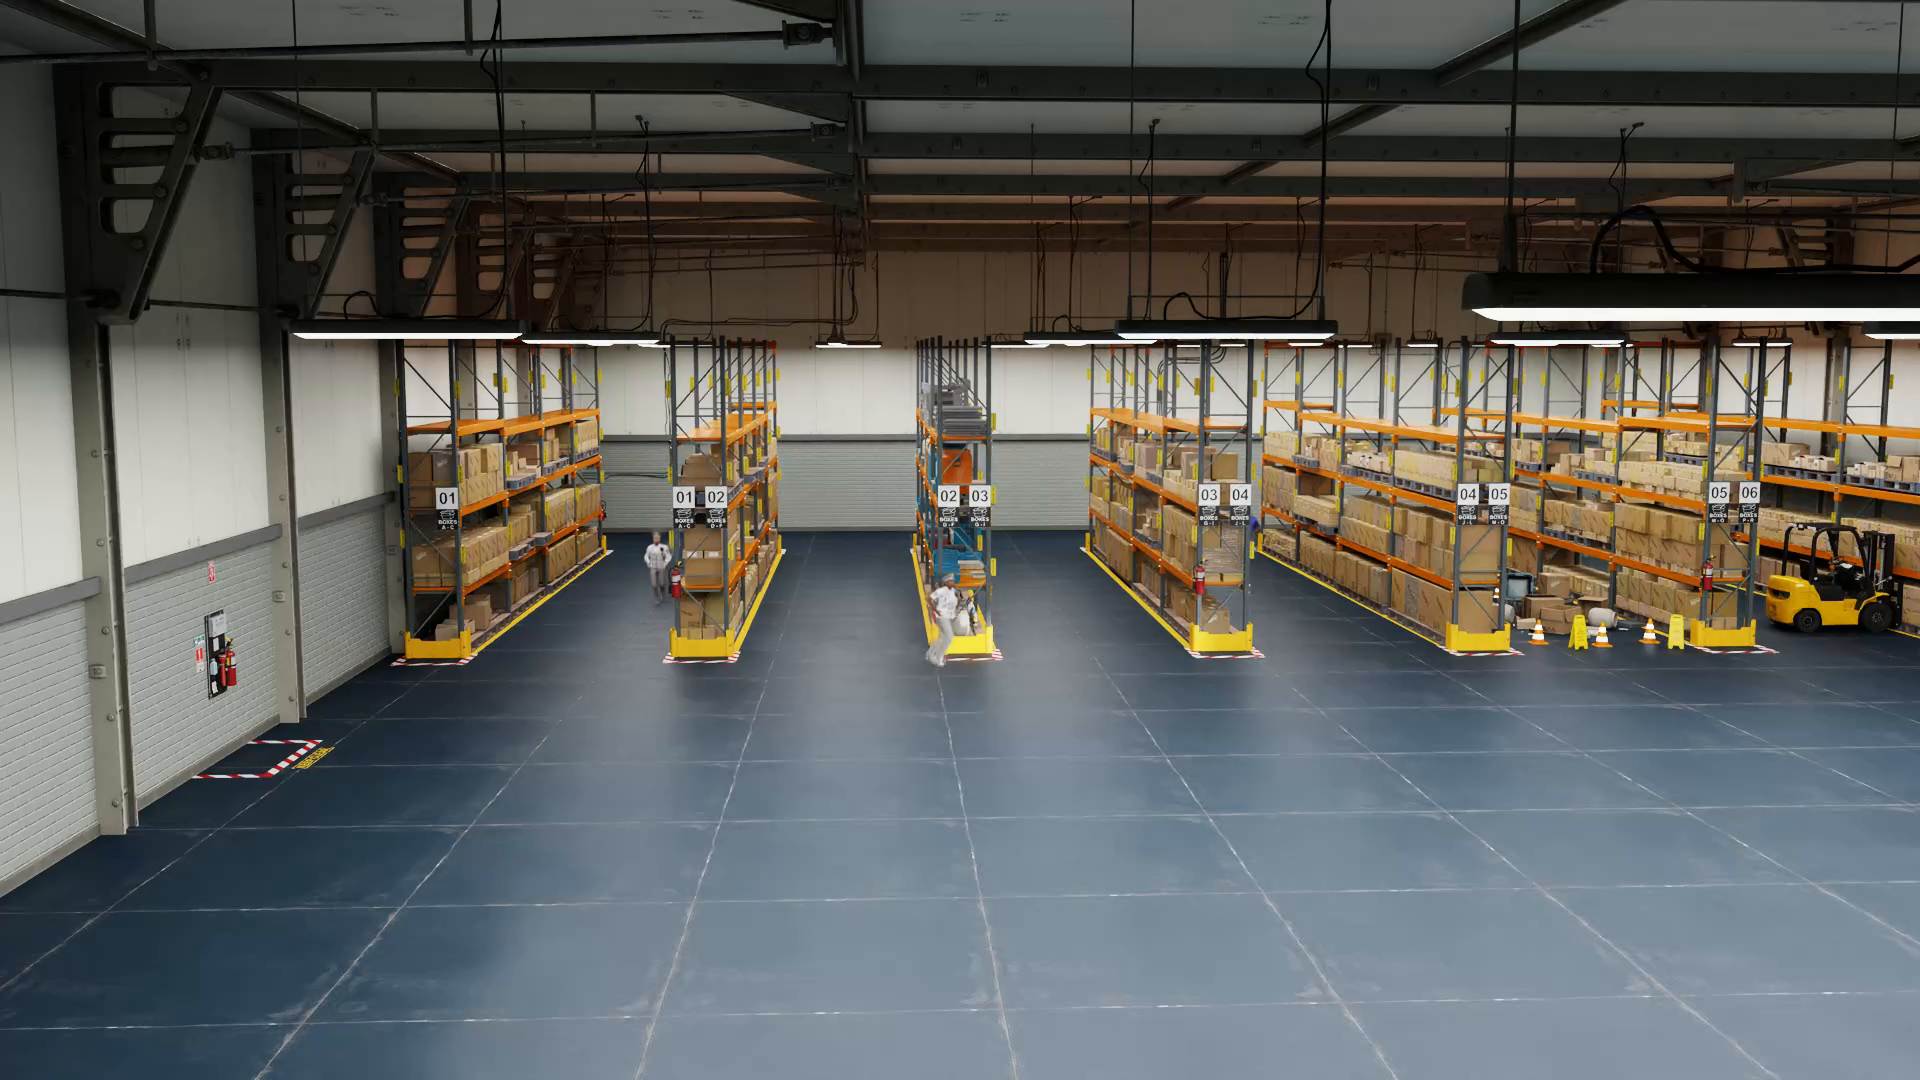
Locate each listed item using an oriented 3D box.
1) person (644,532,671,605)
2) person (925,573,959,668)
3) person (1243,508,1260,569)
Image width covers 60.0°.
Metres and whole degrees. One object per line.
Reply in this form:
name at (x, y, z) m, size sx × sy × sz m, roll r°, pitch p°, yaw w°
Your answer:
person at (-6.844, 0.634, 37.608) m, size 0.612 × 1.648 × 0.571 m, roll 0°, pitch 7°, yaw -4°
person at (-0.305, 1.460, 30.405) m, size 0.666 × 1.709 × 0.588 m, roll 4°, pitch 8°, yaw 34°
person at (7.591, -0.034, 43.665) m, size 0.565 × 1.606 × 0.570 m, roll 0°, pitch 6°, yaw -2°
